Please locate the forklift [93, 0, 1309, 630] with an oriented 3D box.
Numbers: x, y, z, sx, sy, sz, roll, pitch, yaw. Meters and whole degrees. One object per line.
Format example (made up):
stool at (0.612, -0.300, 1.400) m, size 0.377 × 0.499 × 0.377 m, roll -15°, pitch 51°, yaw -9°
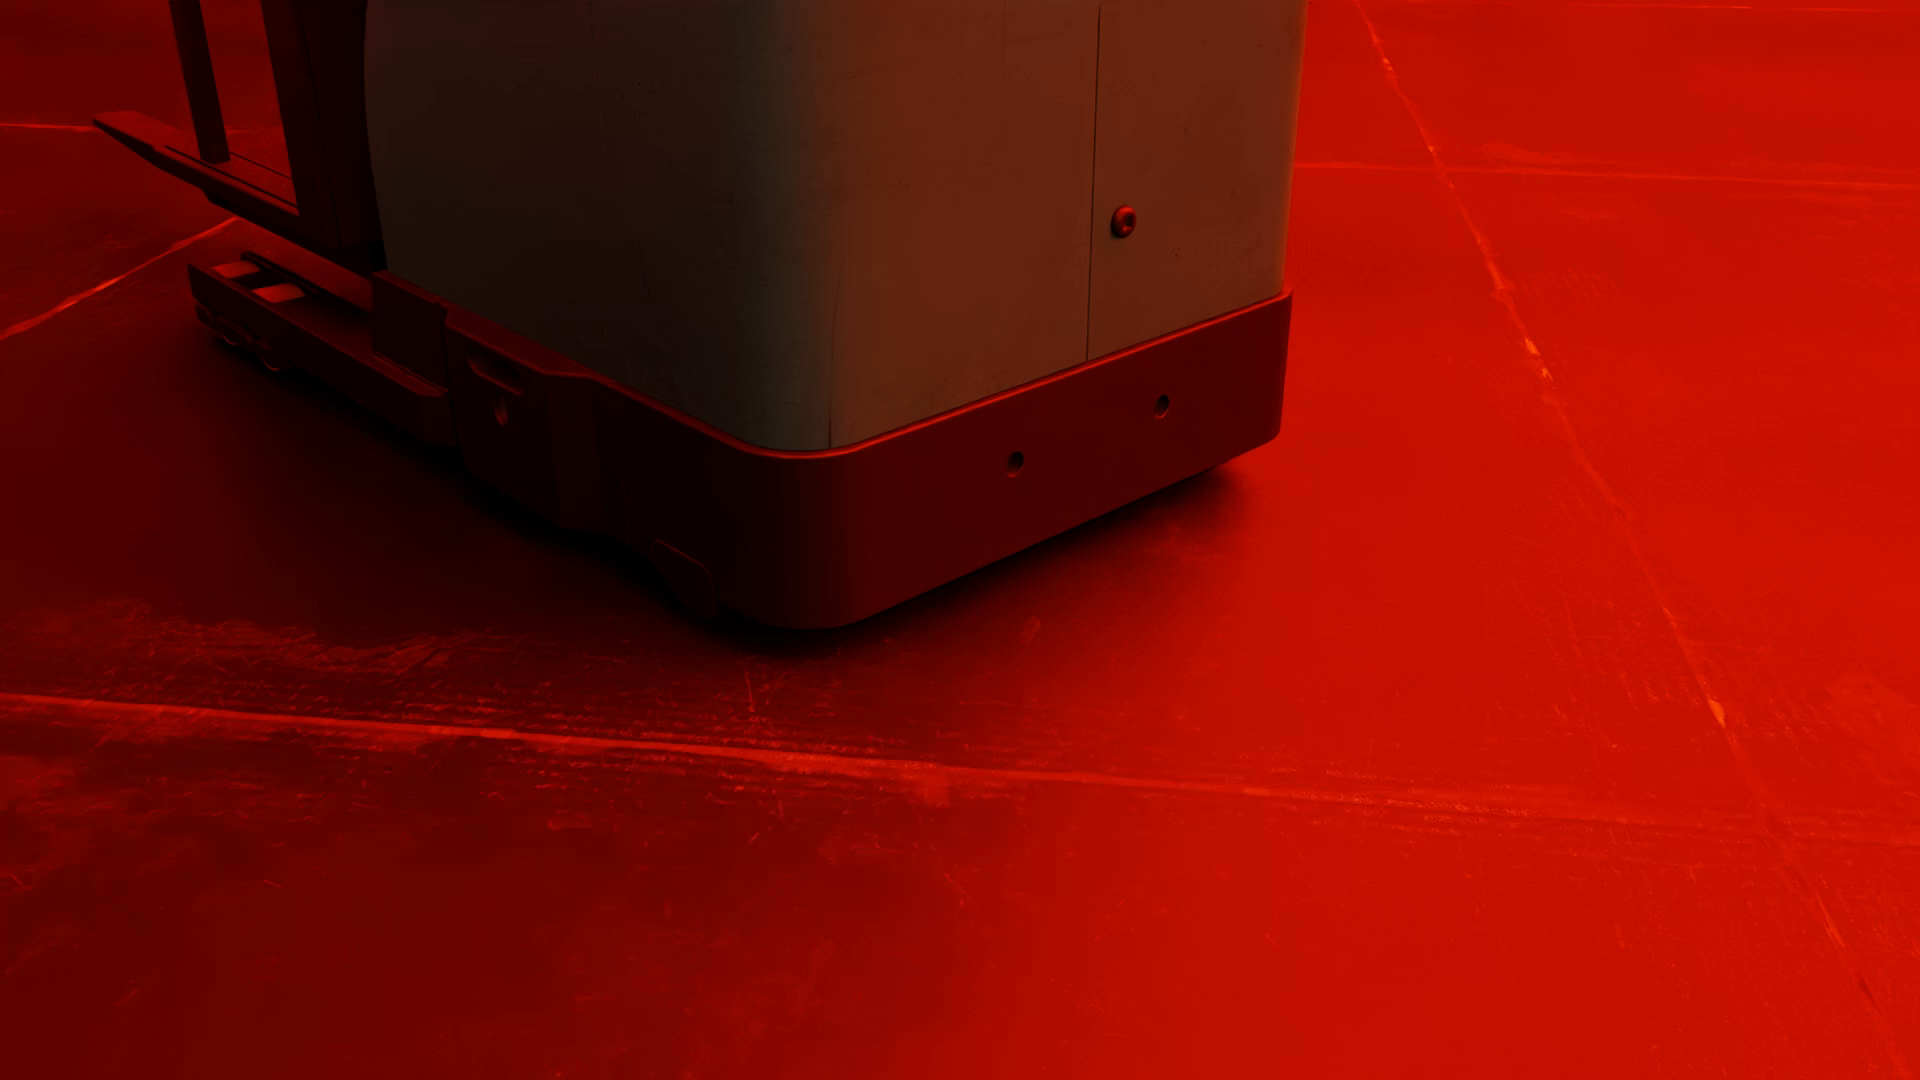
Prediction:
forklift at (-0.853, -1.766, 2.756) m, size 1.130 × 2.935 × 3.031 m, roll -23°, pitch 34°, yaw -38°
